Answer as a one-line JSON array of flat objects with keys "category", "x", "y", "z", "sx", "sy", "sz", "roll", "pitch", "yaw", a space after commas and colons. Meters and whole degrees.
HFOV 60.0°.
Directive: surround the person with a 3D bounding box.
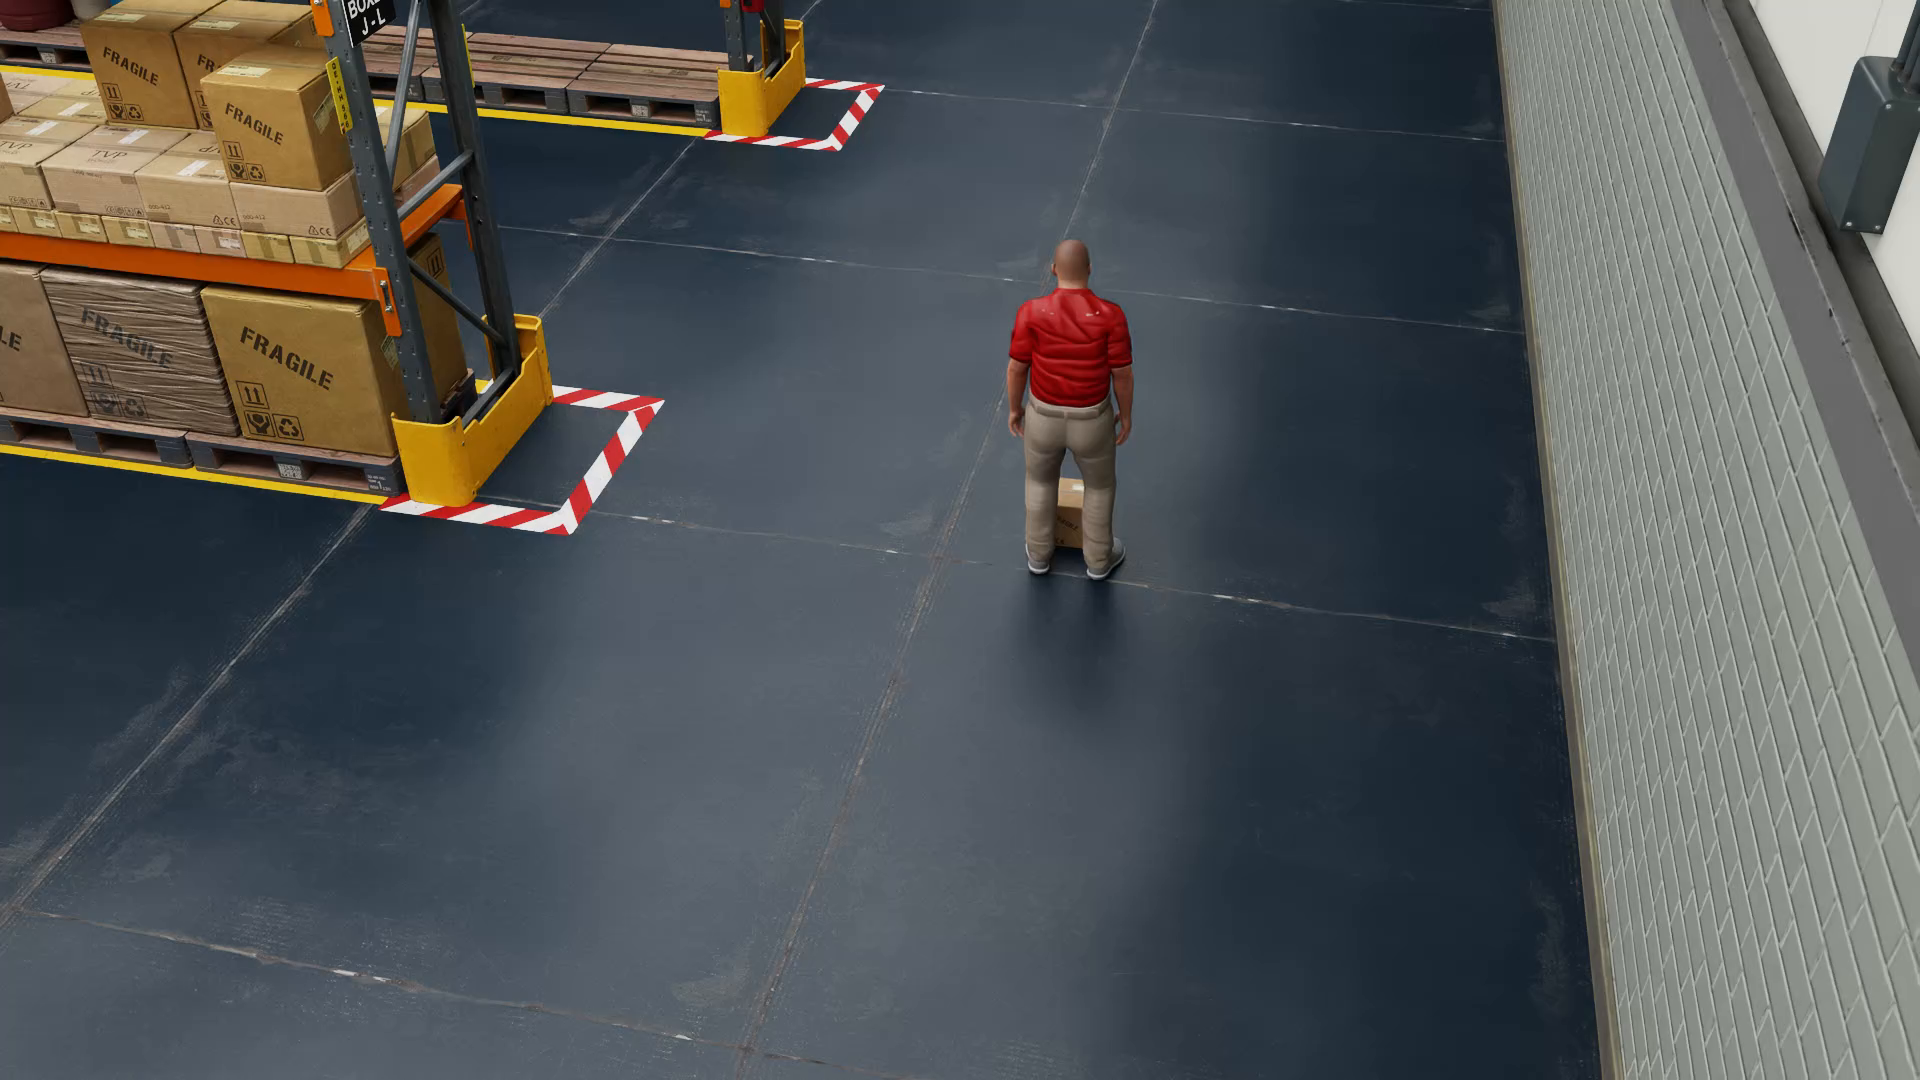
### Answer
[{"category": "person", "x": 0.515, "y": -0.582, "z": 7.769, "sx": 0.595, "sy": 1.725, "sz": 0.393, "roll": 6, "pitch": 37, "yaw": 8}]
